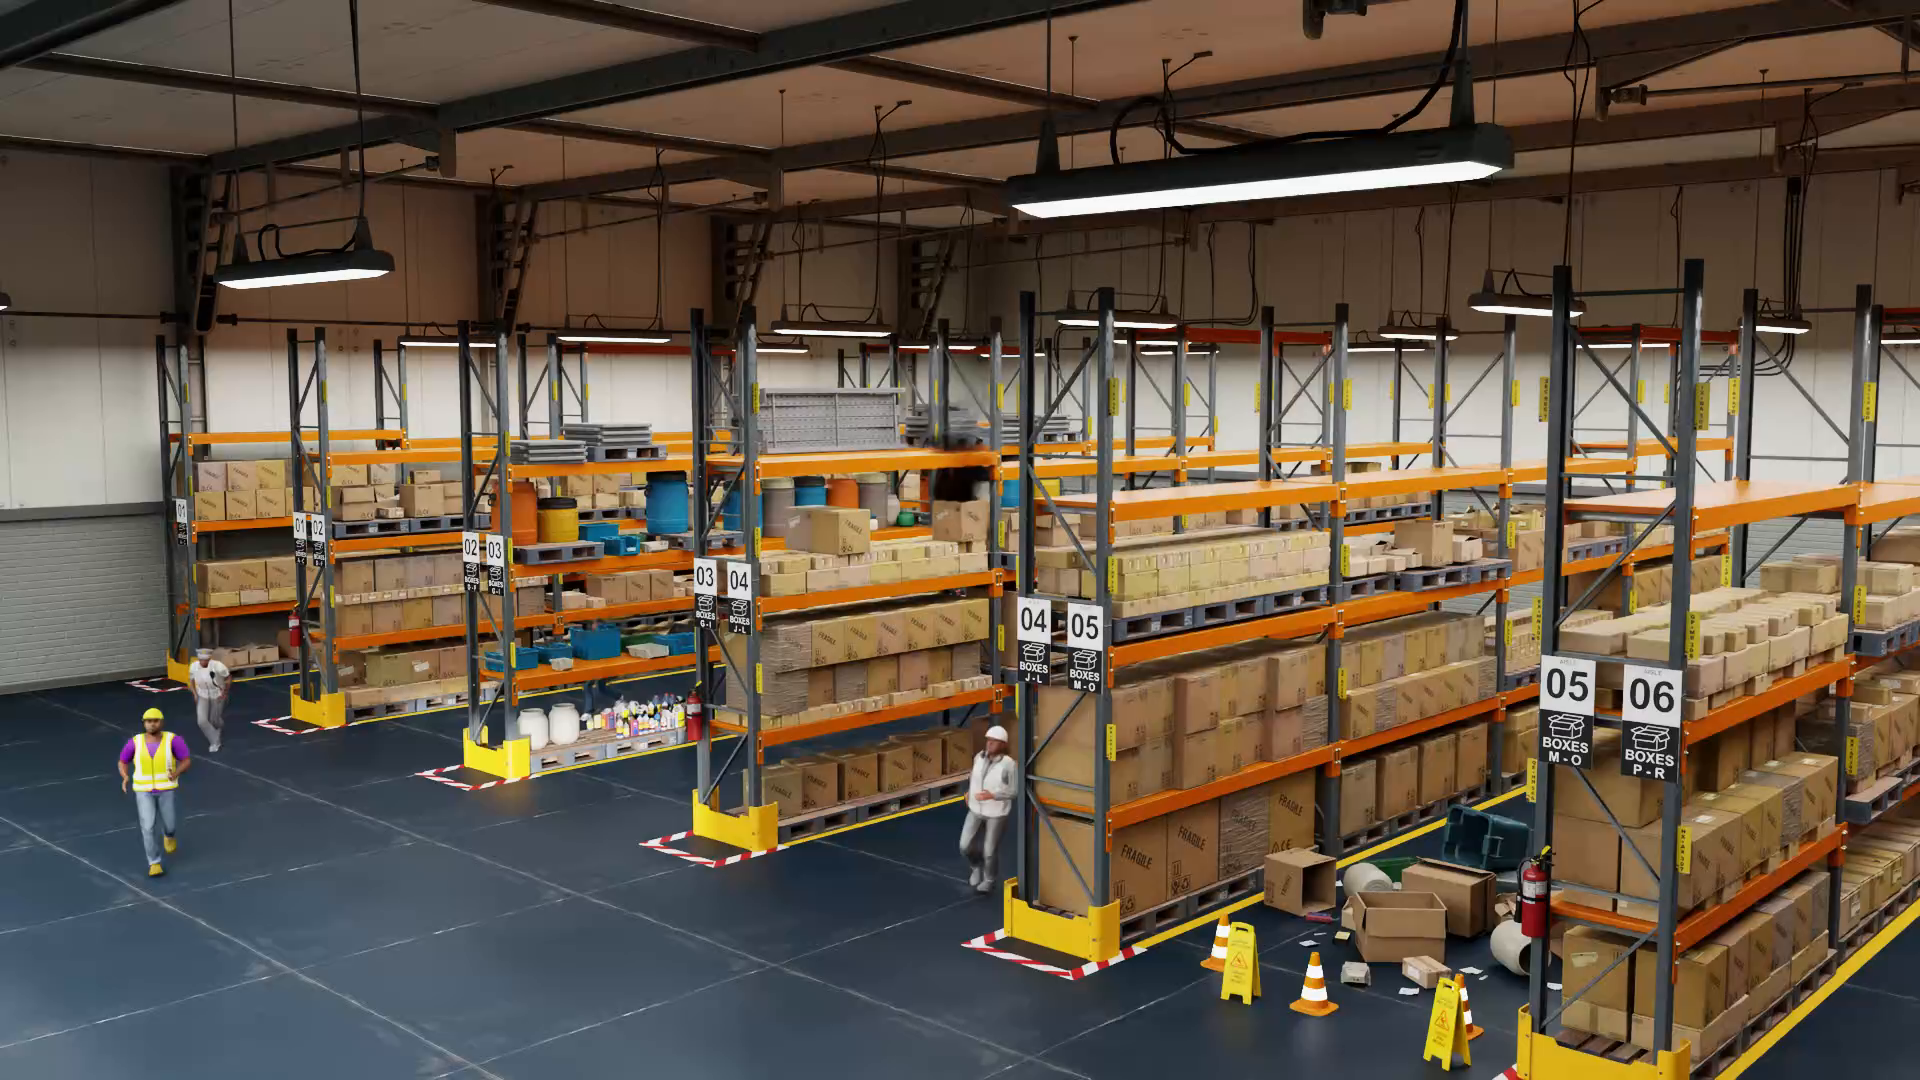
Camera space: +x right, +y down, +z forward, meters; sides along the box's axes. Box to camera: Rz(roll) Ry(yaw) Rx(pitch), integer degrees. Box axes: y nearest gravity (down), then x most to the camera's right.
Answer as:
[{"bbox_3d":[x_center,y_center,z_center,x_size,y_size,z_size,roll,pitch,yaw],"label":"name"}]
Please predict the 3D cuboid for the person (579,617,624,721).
[{"bbox_3d":[-5.586,1.965,25.669,0.495,1.569,0.823,4,7,36],"label":"person"}]

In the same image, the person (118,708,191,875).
[{"bbox_3d":[-8.562,2.645,17.693,0.711,1.733,0.795,-2,6,-23],"label":"person"}]

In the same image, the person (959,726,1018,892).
[{"bbox_3d":[0.307,2.729,16.767,0.631,1.735,0.576,3,6,28],"label":"person"}]

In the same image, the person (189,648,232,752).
[{"bbox_3d":[-10.578,2.233,23.540,0.571,1.517,0.942,-1,5,-11],"label":"person"}]
